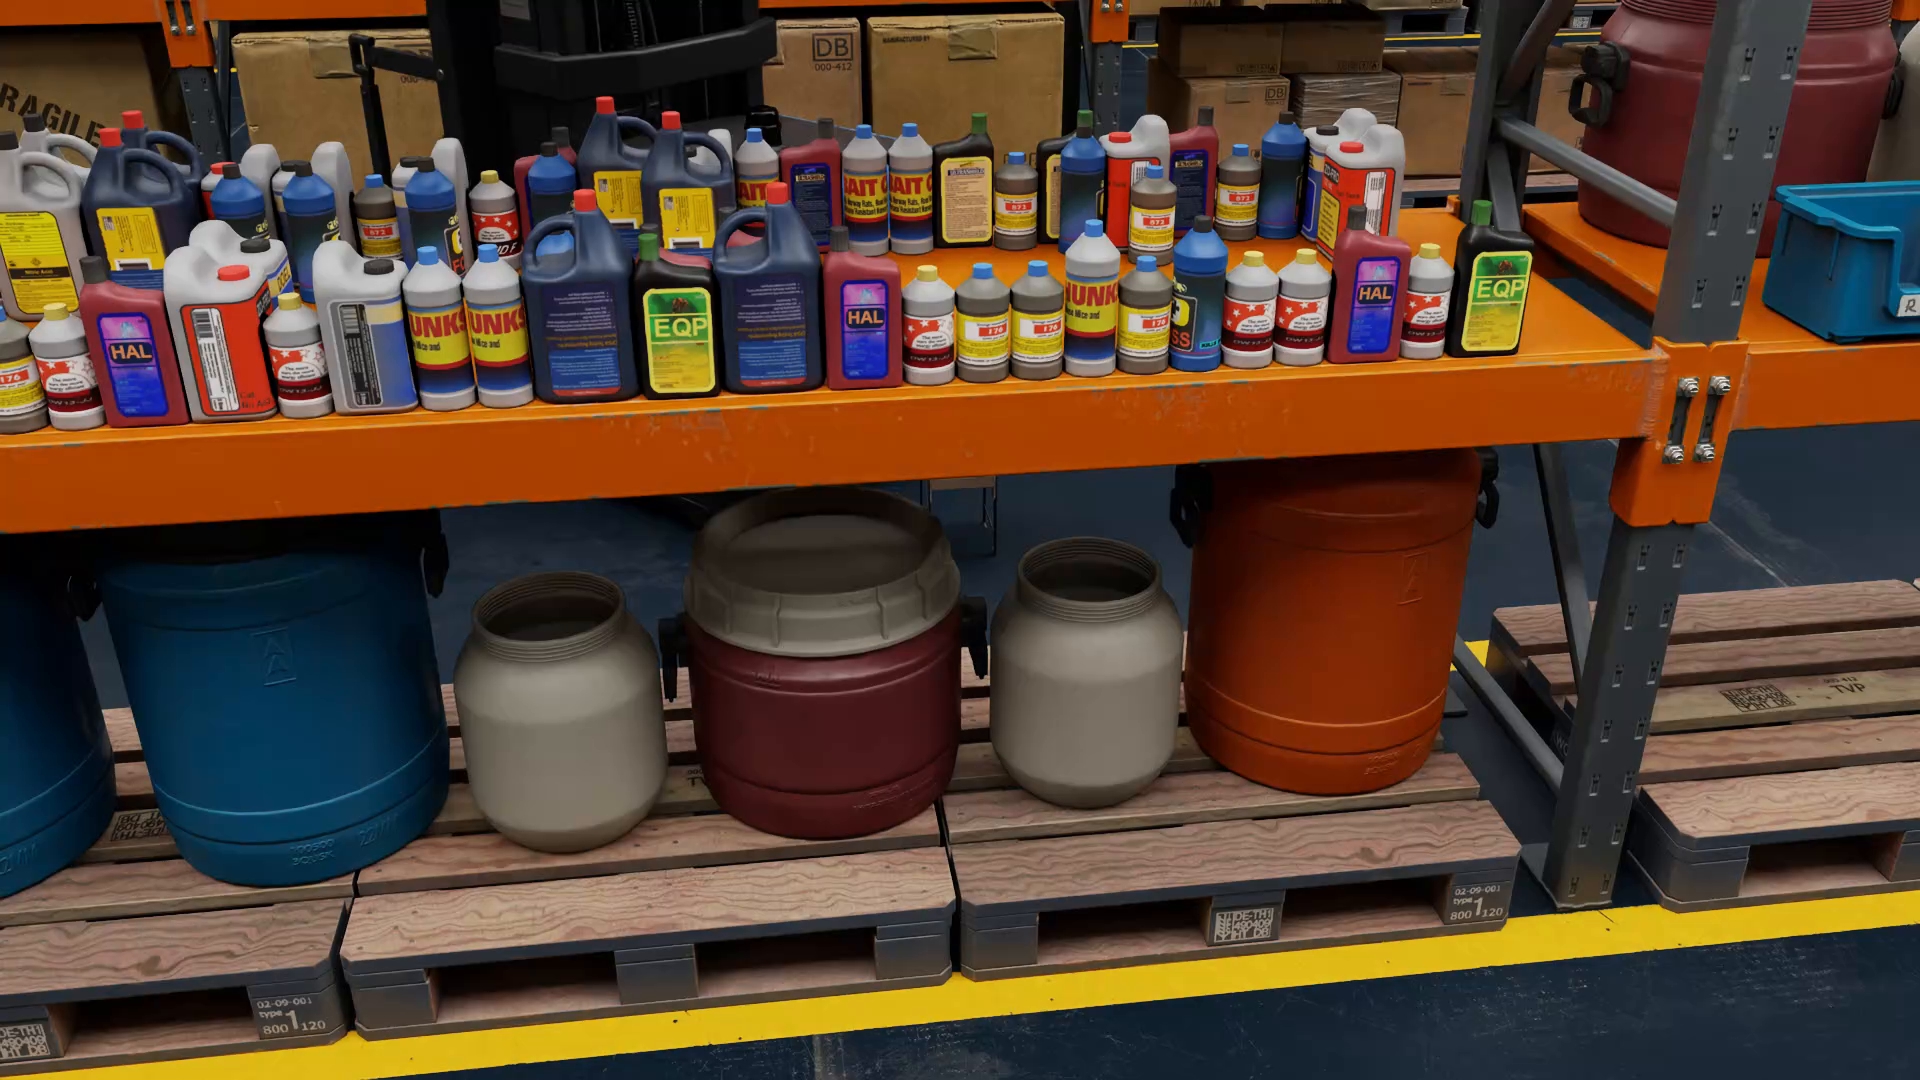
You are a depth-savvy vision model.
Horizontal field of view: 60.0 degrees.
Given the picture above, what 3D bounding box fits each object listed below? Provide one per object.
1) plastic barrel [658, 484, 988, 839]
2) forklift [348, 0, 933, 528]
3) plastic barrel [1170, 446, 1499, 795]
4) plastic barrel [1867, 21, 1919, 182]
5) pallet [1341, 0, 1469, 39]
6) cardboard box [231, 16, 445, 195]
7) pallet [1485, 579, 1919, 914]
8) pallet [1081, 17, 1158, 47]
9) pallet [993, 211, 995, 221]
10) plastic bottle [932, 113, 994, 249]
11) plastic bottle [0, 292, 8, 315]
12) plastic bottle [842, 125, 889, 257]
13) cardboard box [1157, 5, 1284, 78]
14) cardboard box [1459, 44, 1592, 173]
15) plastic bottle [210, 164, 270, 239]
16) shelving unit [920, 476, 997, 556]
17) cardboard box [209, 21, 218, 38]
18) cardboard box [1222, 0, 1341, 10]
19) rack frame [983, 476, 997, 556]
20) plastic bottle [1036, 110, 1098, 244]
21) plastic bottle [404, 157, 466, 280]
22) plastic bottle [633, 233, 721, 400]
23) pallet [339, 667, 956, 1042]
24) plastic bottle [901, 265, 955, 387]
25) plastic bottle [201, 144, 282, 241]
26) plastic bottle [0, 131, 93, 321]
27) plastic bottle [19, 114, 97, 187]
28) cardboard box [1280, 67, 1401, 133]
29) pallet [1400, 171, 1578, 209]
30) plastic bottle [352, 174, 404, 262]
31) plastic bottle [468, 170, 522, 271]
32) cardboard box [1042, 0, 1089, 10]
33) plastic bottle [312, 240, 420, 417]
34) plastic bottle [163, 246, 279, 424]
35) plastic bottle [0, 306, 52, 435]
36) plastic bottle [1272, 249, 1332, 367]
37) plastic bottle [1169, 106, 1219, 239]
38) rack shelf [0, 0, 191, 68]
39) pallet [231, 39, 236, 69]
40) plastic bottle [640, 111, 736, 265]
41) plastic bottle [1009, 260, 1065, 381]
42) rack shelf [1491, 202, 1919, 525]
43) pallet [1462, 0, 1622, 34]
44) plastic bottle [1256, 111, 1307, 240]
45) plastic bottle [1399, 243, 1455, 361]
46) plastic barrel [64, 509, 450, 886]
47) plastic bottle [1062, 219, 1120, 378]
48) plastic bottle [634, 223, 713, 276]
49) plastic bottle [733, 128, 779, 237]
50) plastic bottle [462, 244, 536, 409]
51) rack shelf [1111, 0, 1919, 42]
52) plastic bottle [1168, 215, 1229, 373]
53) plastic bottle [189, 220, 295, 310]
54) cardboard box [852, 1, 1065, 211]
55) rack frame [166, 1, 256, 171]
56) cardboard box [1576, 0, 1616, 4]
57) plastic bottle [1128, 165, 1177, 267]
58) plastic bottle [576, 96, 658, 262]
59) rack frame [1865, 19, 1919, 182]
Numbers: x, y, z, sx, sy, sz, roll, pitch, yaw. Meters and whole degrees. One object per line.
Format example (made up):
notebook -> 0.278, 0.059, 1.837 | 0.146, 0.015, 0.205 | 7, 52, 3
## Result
plastic barrel -> -0.296, 0.251, 3.656 | 0.708, 0.588, 0.600 | -4, 27, -7
forklift -> -1.479, -1.872, 5.688 | 3.031, 2.935, 1.130 | 21, 34, 34
plastic barrel -> 0.822, 0.072, 3.741 | 0.708, 0.830, 0.600 | -4, 27, -7
plastic barrel -> 2.293, -0.957, 3.707 | 0.421, 0.512, 0.421 | 0, 27, 0
pallet -> 3.231, -4.164, 13.134 | 1.213, 0.211, 1.003 | -4, 27, -7
cardboard box -> -2.716, -2.021, 7.771 | 0.875, 0.875, 1.225 | -4, 27, -7
pallet -> 2.077, 0.464, 4.115 | 1.213, 0.211, 1.003 | -4, 27, -7
pallet -> 0.815, -4.009, 12.831 | 1.213, 0.211, 1.003 | -4, 27, -7
pallet -> -0.177, -1.728, 8.386 | 1.213, 0.211, 1.003 | -4, 27, -7
plastic bottle -> 0.005, -0.780, 3.612 | 0.133, 0.283, 0.061 | -4, 27, -7
plastic bottle -> -1.914, -0.542, 3.238 | 0.097, 0.201, 0.097 | 0, 27, 0
plastic bottle -> -0.203, -0.753, 3.573 | 0.097, 0.271, 0.097 | 0, 27, 0
cardboard box -> 1.274, -2.458, 8.189 | 0.500, 0.250, 0.500 | -3, 27, -5
cardboard box -> 2.936, -2.236, 8.577 | 0.500, 0.500, 0.700 | -6, 28, -12
plastic bottle -> -1.414, -0.605, 3.284 | 0.097, 0.271, 0.097 | 0, 27, 0
shelving unit -> -0.008, -0.400, 5.044 | 0.210, 0.900, 0.258 | -4, 27, -7
cardboard box -> -5.303, -3.652, 11.745 | 0.250, 0.149, 0.380 | -4, 27, -7
cardboard box -> 2.427, -4.534, 12.804 | 0.750, 0.750, 1.050 | -4, 27, -7
rack frame -> 0.093, -0.406, 5.056 | 0.006, 0.900, 0.240 | -4, 27, -7
plastic bottle -> 0.234, -0.795, 3.641 | 0.133, 0.283, 0.061 | -4, 27, -7
plastic bottle -> -1.051, -0.628, 3.330 | 0.097, 0.271, 0.097 | 0, 27, 0
plastic bottle -> -0.484, -0.382, 2.836 | 0.133, 0.283, 0.061 | -4, 27, -7
pallet -> -0.676, 0.640, 3.771 | 1.213, 0.211, 1.003 | -4, 27, -7
plastic bottle -> -0.057, -0.381, 2.925 | 0.097, 0.201, 0.097 | 0, 27, 0
plastic bottle -> -1.450, -0.662, 3.391 | 0.135, 0.276, 0.152 | -4, 27, -7
plastic bottle -> -1.772, -0.610, 3.208 | 0.185, 0.351, 0.144 | -4, 27, -7
plastic bottle -> -1.792, -0.675, 3.335 | 0.185, 0.351, 0.144 | -4, 27, -7
cardboard box -> 1.823, -2.161, 8.432 | 0.500, 0.500, 0.700 | -6, 28, -11
pallet -> 2.594, -1.869, 8.661 | 1.213, 0.211, 1.003 | -4, 27, -7
plastic bottle -> -1.206, -0.657, 3.463 | 0.097, 0.201, 0.097 | 0, 27, 0
plastic bottle -> -0.976, -0.672, 3.492 | 0.097, 0.201, 0.097 | 0, 27, 0
cardboard box -> 0.639, -4.417, 12.577 | 0.750, 0.750, 1.050 | -4, 27, -8
plastic bottle -> -0.998, -0.367, 2.815 | 0.135, 0.276, 0.152 | -4, 27, -7
plastic bottle -> -1.228, -0.352, 2.786 | 0.135, 0.276, 0.152 | -4, 27, -7
plastic bottle -> -1.568, -0.284, 2.736 | 0.097, 0.201, 0.097 | 0, 27, 0
plastic bottle -> 0.618, -0.425, 3.009 | 0.097, 0.201, 0.097 | 0, 27, 0
plastic bottle -> 0.499, -0.812, 3.674 | 0.133, 0.283, 0.061 | -4, 27, -7
rack shelf -> -5.327, -2.283, 7.201 | 4.000, 0.370, 1.077 | -4, 27, -7
pallet -> -4.598, -3.679, 12.189 | 1.213, 0.211, 1.003 | -4, 27, -7
plastic bottle -> -0.547, -0.685, 3.354 | 0.185, 0.351, 0.144 | -4, 27, -7
plastic bottle -> 0.136, -0.394, 2.949 | 0.097, 0.201, 0.097 | 0, 27, 0
rack shelf -> 3.285, -0.553, 3.829 | 4.000, 0.370, 1.077 | -4, 27, -7
pallet -> 4.748, -4.260, 13.321 | 1.213, 0.211, 1.003 | -4, 27, -7
plastic bottle -> 0.712, -0.812, 3.687 | 0.097, 0.271, 0.097 | 0, 27, 0
plastic bottle -> 0.847, -0.439, 3.038 | 0.097, 0.201, 0.097 | 0, 27, 0
plastic barrel -> -1.414, 0.184, 3.444 | 0.708, 0.901, 0.600 | -4, 27, -7
plastic bottle -> 0.232, -0.431, 2.945 | 0.097, 0.271, 0.097 | 0, 27, 0
plastic bottle -> -0.492, -0.409, 2.890 | 0.133, 0.283, 0.061 | -4, 27, -7
plastic bottle -> -0.431, -0.738, 3.544 | 0.097, 0.271, 0.097 | 0, 27, 0
plastic bottle -> -0.783, -0.366, 2.818 | 0.097, 0.271, 0.097 | 0, 27, 0
rack shelf -> 2.595, -2.792, 8.193 | 4.000, 0.370, 1.077 | -4, 27, -7
plastic bottle -> 0.425, -0.443, 2.969 | 0.097, 0.271, 0.097 | 0, 27, 0
plastic bottle -> -1.249, -0.421, 2.920 | 0.135, 0.276, 0.152 | -4, 27, -7
cardboard box -> -0.072, -2.191, 8.103 | 0.875, 0.875, 1.225 | -5, 28, -10
rack frame -> -3.347, -2.730, 7.285 | 0.127, 3.000, 1.000 | -4, 27, -7
cardboard box -> 4.617, -4.737, 13.064 | 0.875, 0.875, 0.875 | -3, 27, -6
plastic bottle -> 0.409, -0.691, 3.529 | 0.097, 0.201, 0.097 | 0, 27, 0
plastic bottle -> -0.701, -0.745, 3.471 | 0.185, 0.351, 0.144 | -4, 27, -7
rack frame -> 4.575, -3.239, 8.277 | 0.127, 3.000, 1.000 | -4, 27, -7
